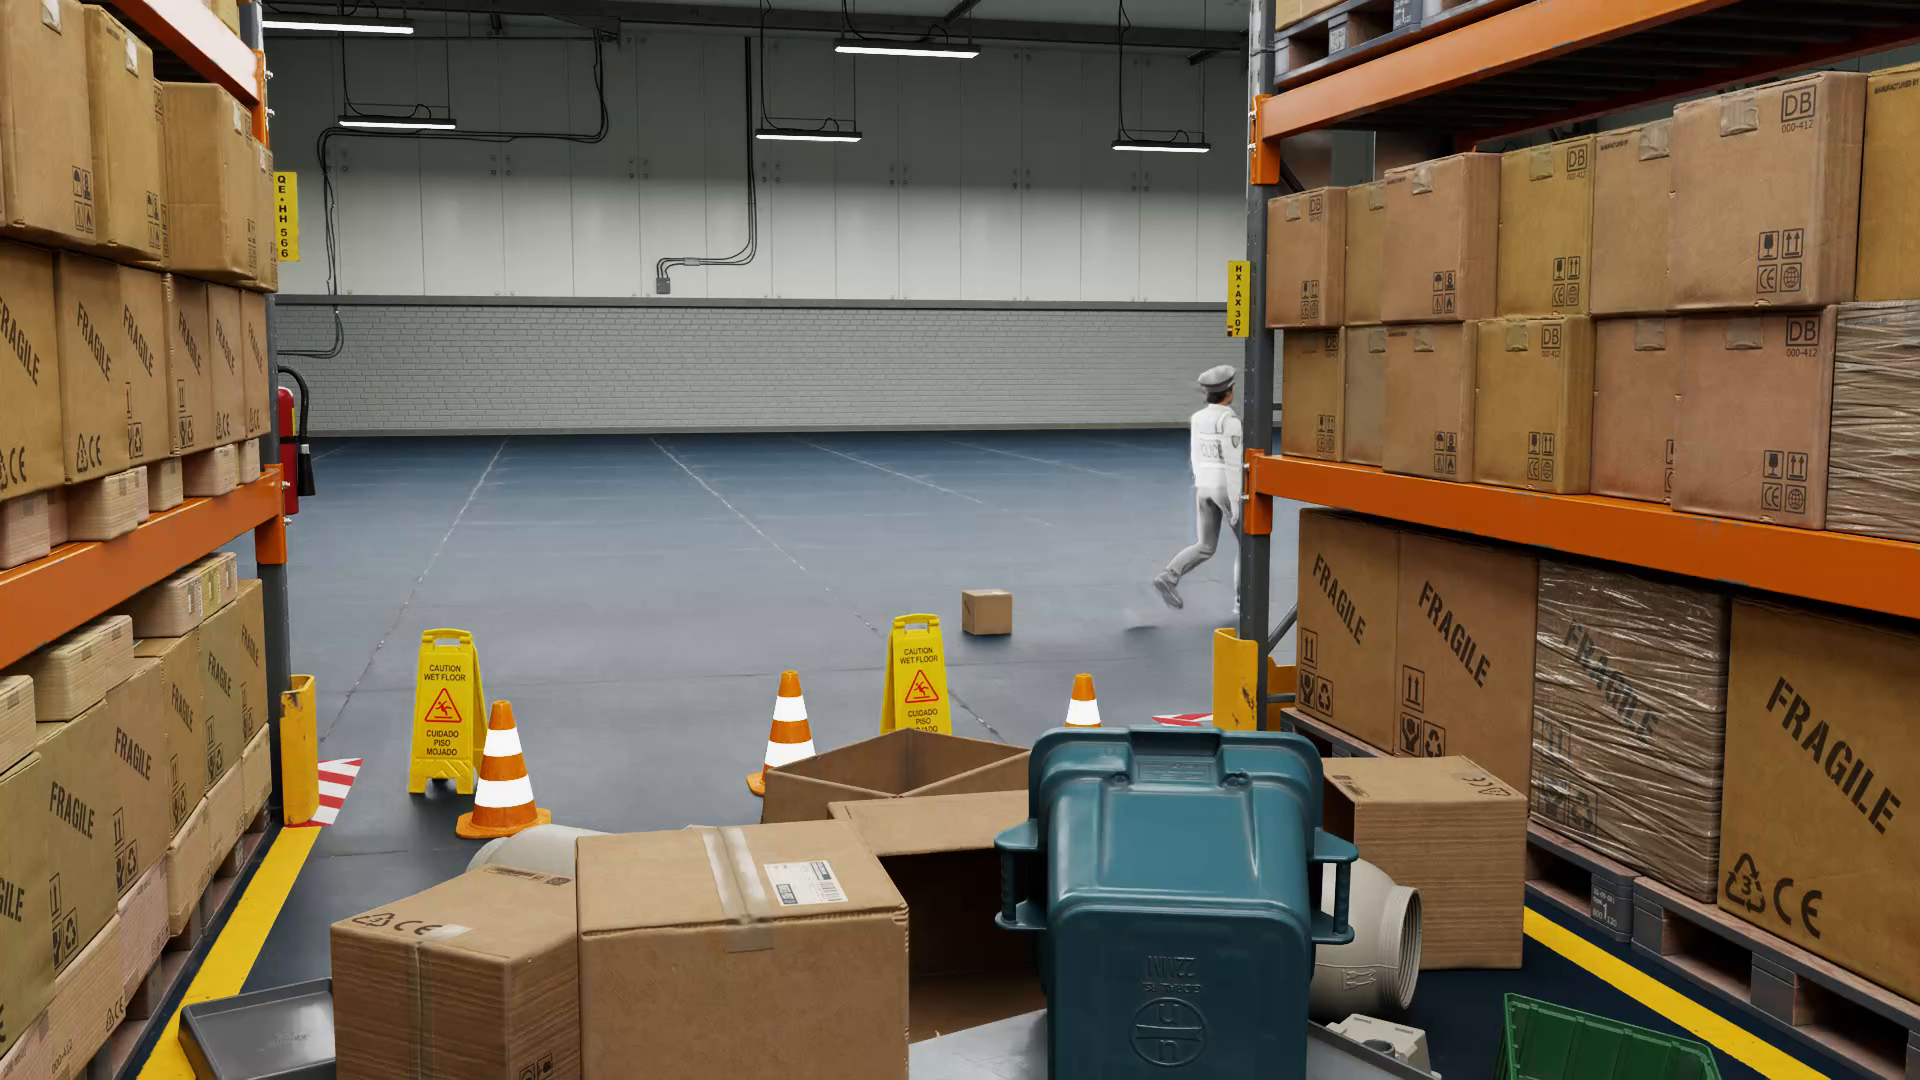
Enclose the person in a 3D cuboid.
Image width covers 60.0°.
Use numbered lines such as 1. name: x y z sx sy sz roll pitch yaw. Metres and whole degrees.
1. person: 1.677 -0.322 10.914 0.852 1.648 0.496 -4 8 -34
